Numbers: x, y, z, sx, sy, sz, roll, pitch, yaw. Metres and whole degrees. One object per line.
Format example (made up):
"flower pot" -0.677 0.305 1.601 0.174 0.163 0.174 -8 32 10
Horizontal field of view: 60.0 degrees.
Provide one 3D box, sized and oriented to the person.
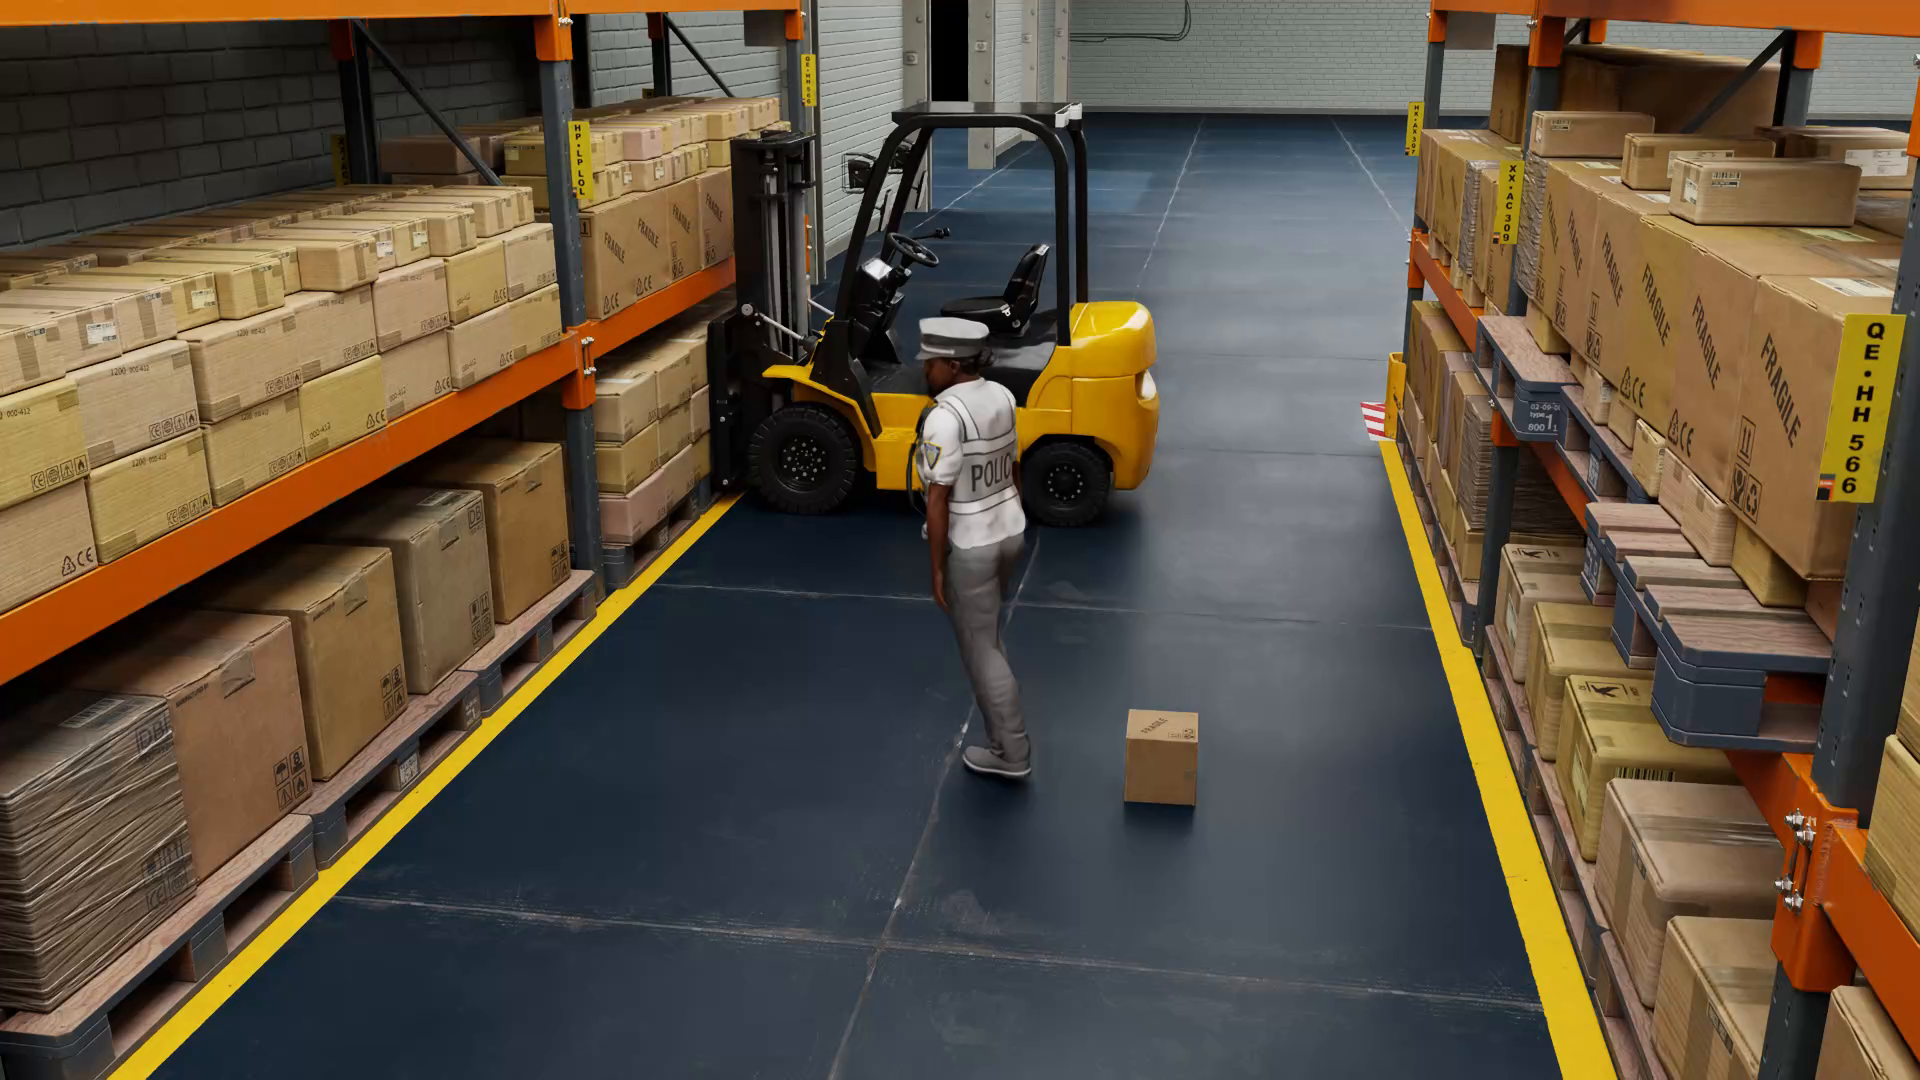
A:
"person" 0.021 -0.283 5.829 0.313 0.995 0.515 13 22 34
